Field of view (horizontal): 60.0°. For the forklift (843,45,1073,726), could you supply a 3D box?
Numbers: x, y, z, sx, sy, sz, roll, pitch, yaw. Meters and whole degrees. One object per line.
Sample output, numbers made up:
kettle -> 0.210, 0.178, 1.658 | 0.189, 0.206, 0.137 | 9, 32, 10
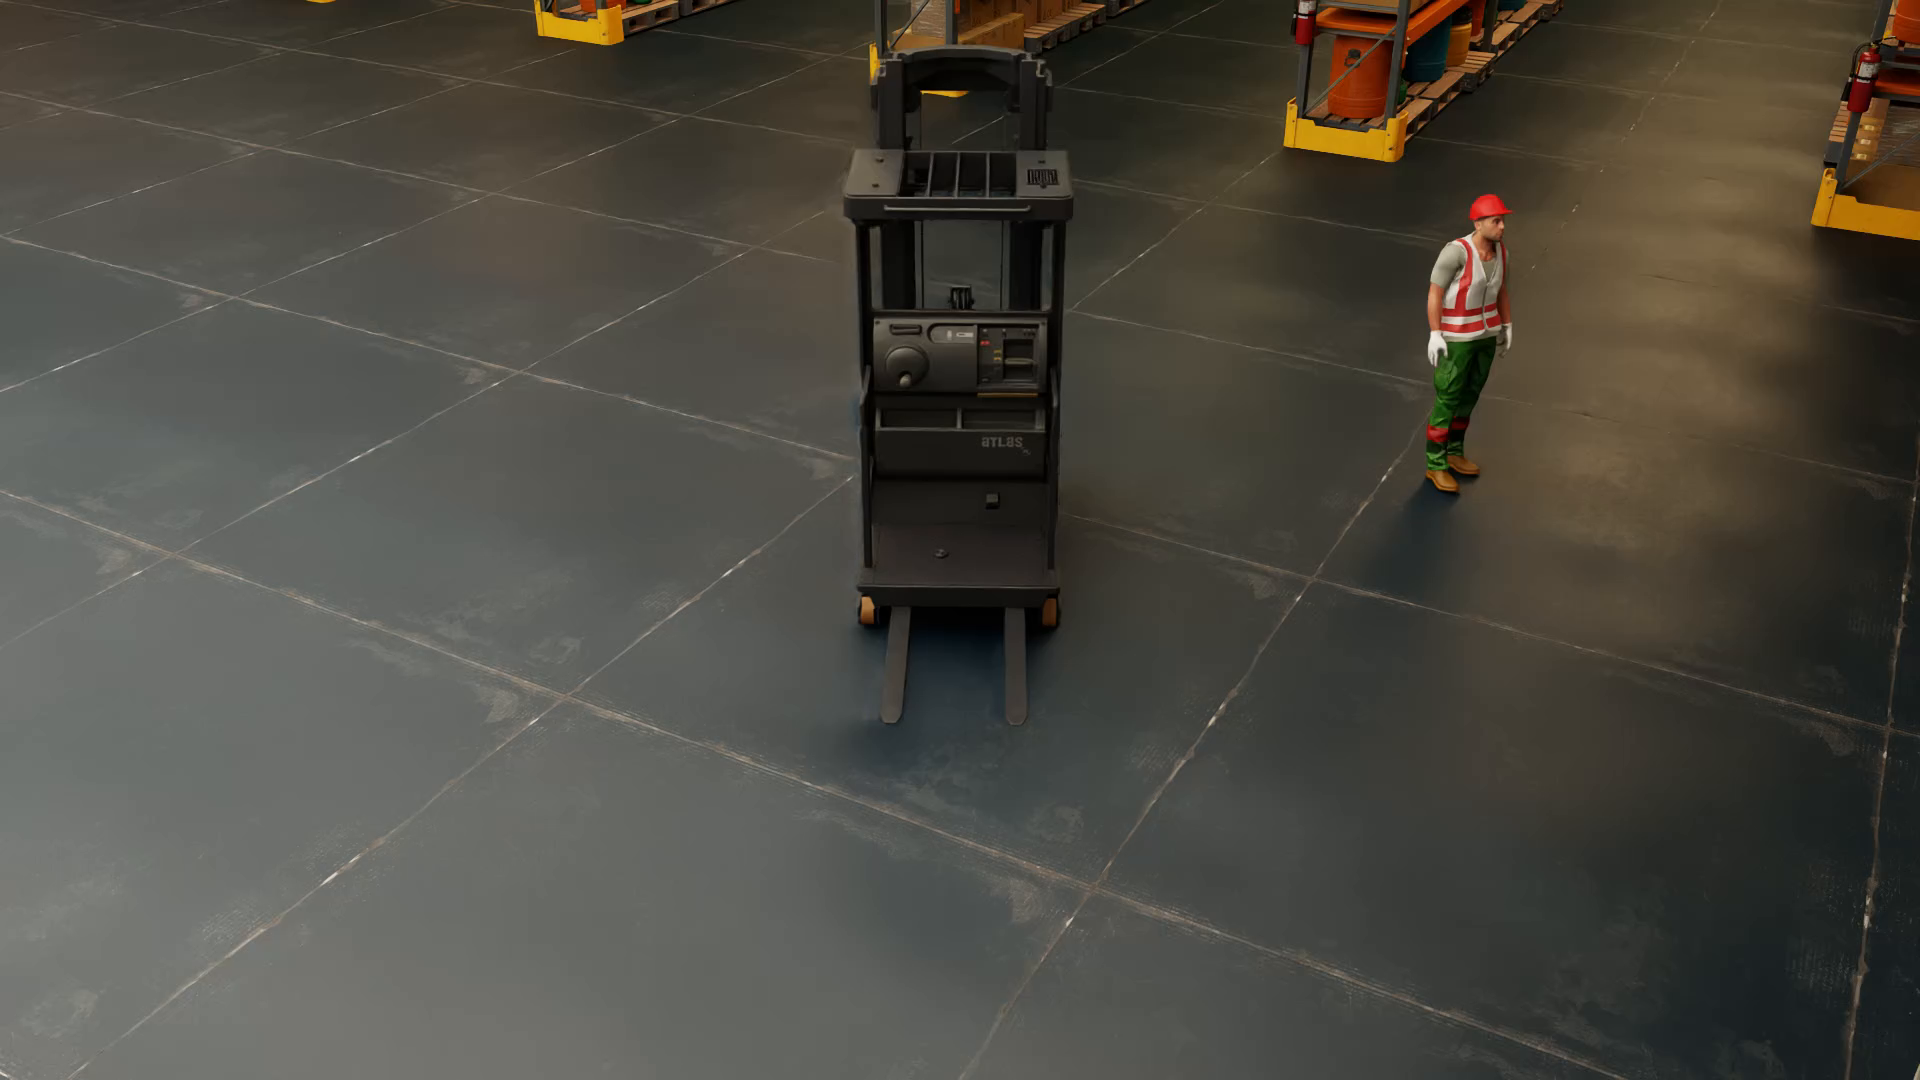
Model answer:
forklift -> 0.000, -0.946, 8.710 | 1.130, 2.935, 3.031 | 1, 30, 1

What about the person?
person -> 3.211, -1.231, 10.335 | 0.648, 1.790, 0.564 | -14, 33, -23
